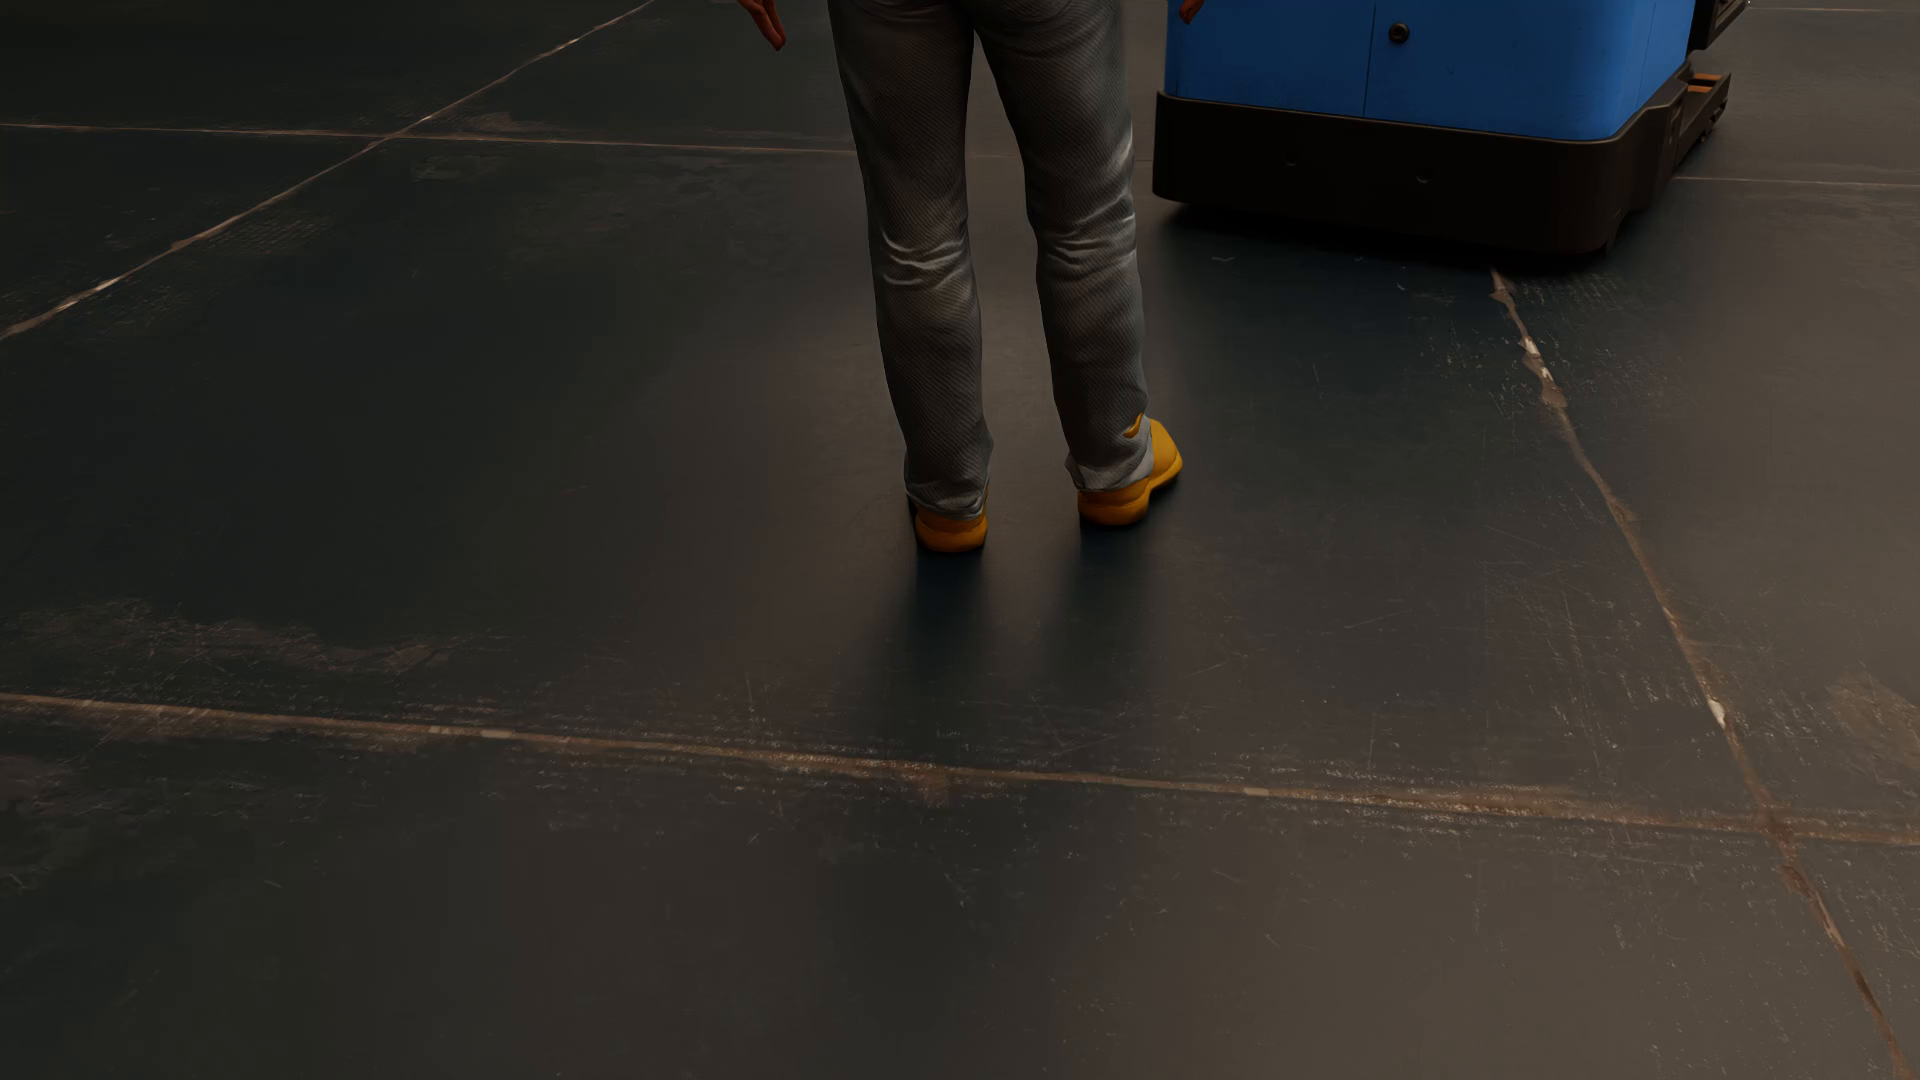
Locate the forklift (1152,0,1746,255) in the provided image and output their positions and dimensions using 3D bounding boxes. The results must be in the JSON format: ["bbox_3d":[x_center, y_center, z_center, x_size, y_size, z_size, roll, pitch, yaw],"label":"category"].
[{"bbox_3d":[1.633,-2.544,4.316,1.130,2.935,3.031,14,30,26],"label":"forklift"}]

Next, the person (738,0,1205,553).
[{"bbox_3d":[0.015,-0.828,2.164,0.665,1.768,0.575,3,27,7],"label":"person"}]
